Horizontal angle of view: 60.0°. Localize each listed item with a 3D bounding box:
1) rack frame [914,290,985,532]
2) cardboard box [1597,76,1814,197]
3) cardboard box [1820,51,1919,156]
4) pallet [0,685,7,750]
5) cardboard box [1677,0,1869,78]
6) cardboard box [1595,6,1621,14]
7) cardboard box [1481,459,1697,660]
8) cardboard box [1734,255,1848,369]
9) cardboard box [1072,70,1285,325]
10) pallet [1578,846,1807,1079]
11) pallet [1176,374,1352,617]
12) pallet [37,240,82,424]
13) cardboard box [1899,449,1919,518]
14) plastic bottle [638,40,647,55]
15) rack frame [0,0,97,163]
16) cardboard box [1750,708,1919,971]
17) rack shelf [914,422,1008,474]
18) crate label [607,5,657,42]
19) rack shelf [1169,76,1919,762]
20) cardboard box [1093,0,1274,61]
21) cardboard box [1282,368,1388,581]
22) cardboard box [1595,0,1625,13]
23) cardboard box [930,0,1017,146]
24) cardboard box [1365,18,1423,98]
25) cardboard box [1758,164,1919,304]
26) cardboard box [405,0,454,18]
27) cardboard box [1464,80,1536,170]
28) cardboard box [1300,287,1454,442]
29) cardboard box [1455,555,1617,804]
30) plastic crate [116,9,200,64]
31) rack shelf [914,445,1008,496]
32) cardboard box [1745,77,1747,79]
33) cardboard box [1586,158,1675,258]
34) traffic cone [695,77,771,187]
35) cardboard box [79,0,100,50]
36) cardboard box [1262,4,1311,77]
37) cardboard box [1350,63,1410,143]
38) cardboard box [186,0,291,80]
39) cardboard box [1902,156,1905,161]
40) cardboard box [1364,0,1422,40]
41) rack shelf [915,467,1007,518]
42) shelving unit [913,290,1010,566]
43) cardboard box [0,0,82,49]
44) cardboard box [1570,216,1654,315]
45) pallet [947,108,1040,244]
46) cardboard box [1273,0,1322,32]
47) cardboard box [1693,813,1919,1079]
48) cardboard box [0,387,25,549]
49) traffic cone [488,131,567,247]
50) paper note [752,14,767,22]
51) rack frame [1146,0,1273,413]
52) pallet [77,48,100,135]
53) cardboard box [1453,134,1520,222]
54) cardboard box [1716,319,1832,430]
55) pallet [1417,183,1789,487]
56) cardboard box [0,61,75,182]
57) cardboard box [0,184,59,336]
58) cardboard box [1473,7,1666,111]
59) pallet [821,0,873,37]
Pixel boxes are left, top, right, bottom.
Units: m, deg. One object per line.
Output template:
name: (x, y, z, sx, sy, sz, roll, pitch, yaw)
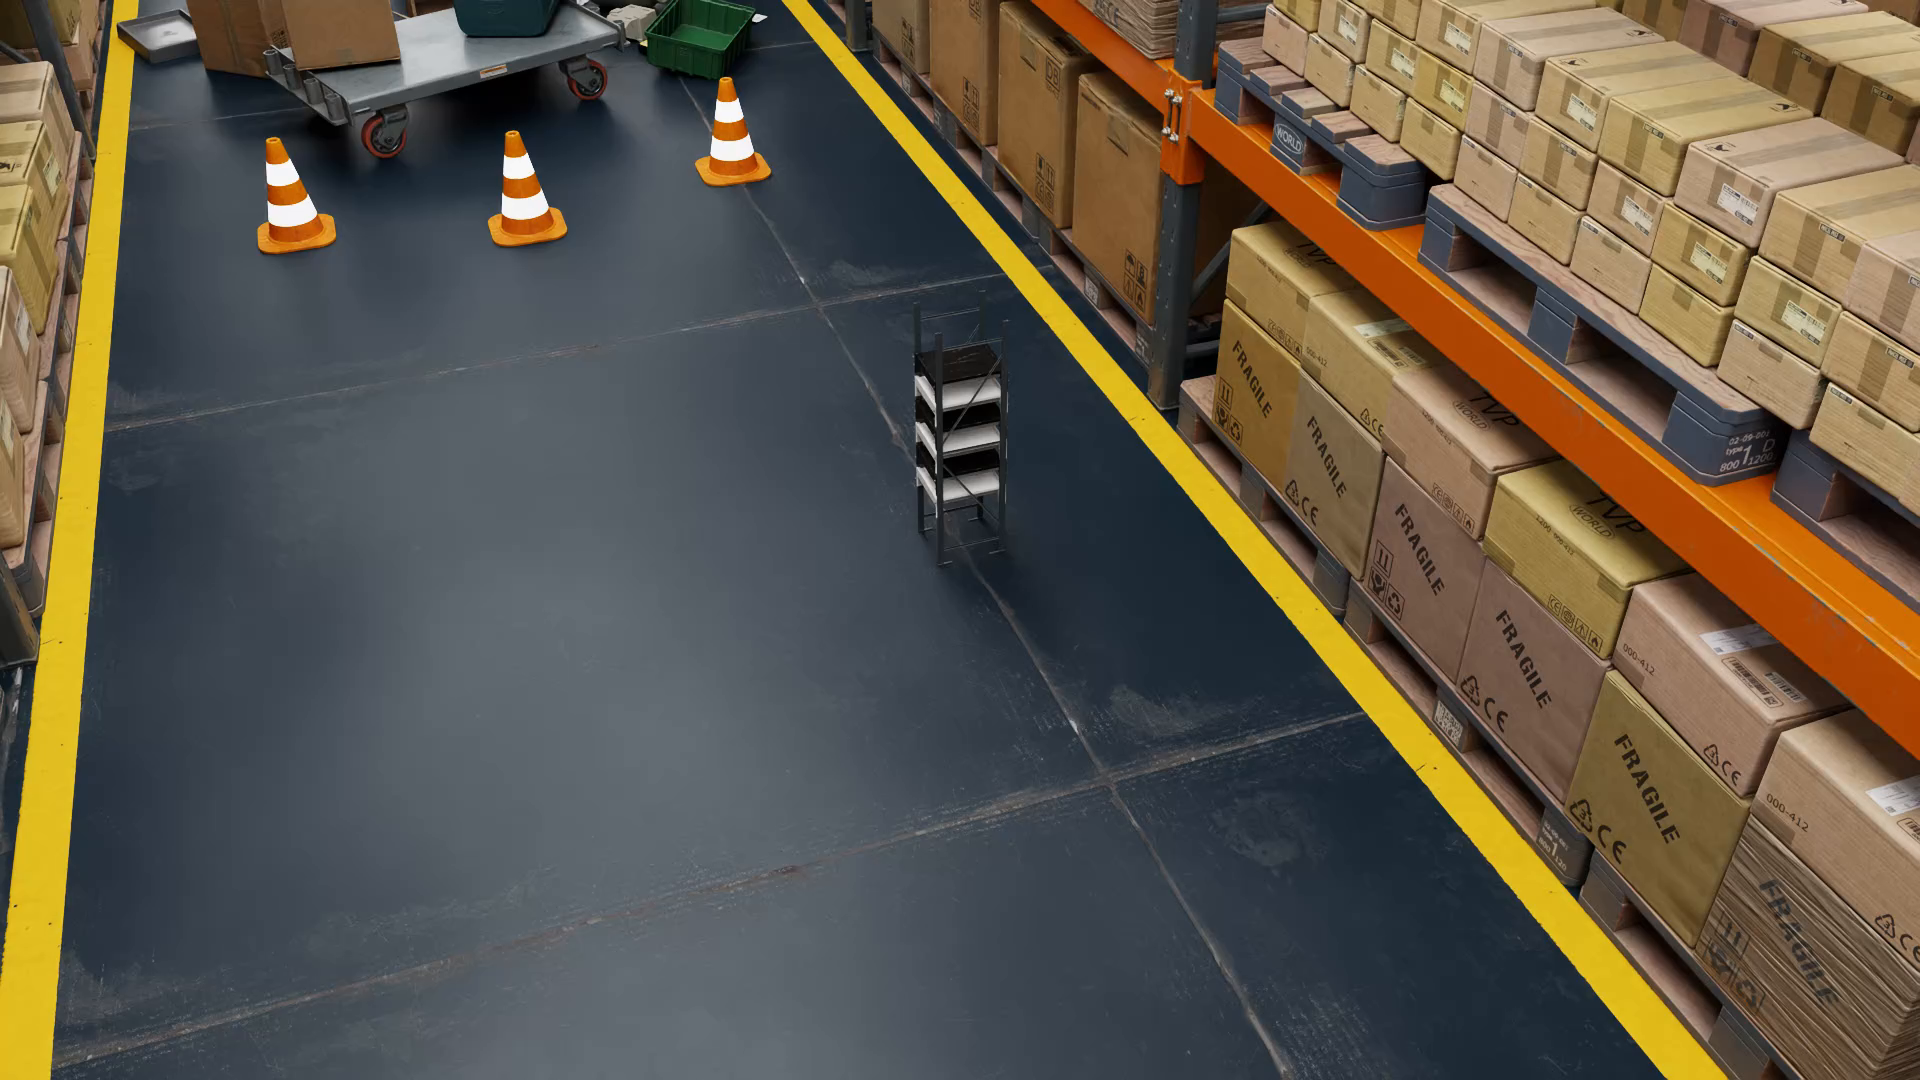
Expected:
rack frame: (-0.032, -0.412, 5.549, 0.240, 0.900, 0.006, -12, 39, -16)
cardboard box: (1.732, -0.945, 3.876, 0.380, 0.149, 0.250, -13, 39, -17)
cardboard box: (2.350, -1.069, 4.042, 0.380, 0.149, 0.250, -11, 38, -15)
pallet: (-3.193, 0.832, 4.470, 1.003, 0.211, 1.213, -12, 39, -16)
cardboard box: (2.165, -1.370, 4.441, 0.380, 0.149, 0.250, -12, 39, -16)
cardboard box: (2.003, -1.527, 4.897, 0.380, 0.149, 0.250, -12, 39, -15)
cardboard box: (1.742, 0.009, 4.350, 0.500, 0.250, 0.500, -14, 39, -18)
cardboard box: (1.912, -0.525, 3.567, 0.380, 0.149, 0.250, -14, 39, -18)
cardboard box: (1.094, -1.456, 6.711, 1.050, 0.750, 0.750, -13, 39, -17)
pallet: (2.326, 1.109, 4.102, 1.003, 0.211, 1.213, -12, 39, -16)
pallet: (1.487, -0.269, 5.932, 1.003, 0.211, 1.213, -12, 39, -16)
pallet: (-4.077, -0.759, 6.582, 1.003, 0.211, 1.213, -12, 39, -16)
cardboard box: (2.099, -0.103, 3.254, 0.380, 0.149, 0.250, -13, 39, -16)
plastic bottle: (-1.670, -2.754, 9.355, 0.283, 0.061, 0.133, 27, 44, 31)
rack frame: (-4.770, -3.002, 7.243, 1.000, 3.000, 0.127, -12, 39, -16)
cardboard box: (2.102, 0.598, 3.568, 0.500, 0.250, 0.500, -13, 39, -17)
rack shelf: (0.003, -0.328, 5.493, 0.258, 0.077, 0.200, -12, 39, -16)
crate label: (-1.892, -2.987, 9.601, 0.250, 0.136, 0.298, 19, 41, 23)
rack shelf: (1.907, -0.407, 4.396, 1.077, 0.370, 4.000, -12, 39, -16)
cardboard box: (0.812, -2.063, 5.913, 0.500, 0.500, 0.500, -12, 39, -16)
cardboard box: (1.399, -0.258, 5.328, 0.500, 0.500, 0.500, -12, 39, -15)
cardboard box: (1.993, -1.657, 4.822, 0.380, 0.149, 0.250, -11, 38, -15)
cardboard box: (0.469, -2.476, 8.064, 1.050, 0.750, 0.750, -12, 39, -16)
cardboard box: (1.387, -1.393, 4.719, 0.380, 0.149, 0.250, -14, 39, -17)
cardboard box: (1.922, -0.642, 3.475, 0.380, 0.149, 0.250, -14, 39, -17)
cardboard box: (-2.836, -3.324, 9.632, 0.797, 0.637, 0.503, -12, 39, -16)
cardboard box: (1.559, -1.110, 4.343, 0.380, 0.149, 0.250, -12, 39, -16)
cardboard box: (1.404, -0.567, 5.115, 0.500, 0.250, 0.500, -13, 39, -16)
cardboard box: (1.756, 0.319, 4.562, 0.500, 0.500, 0.500, -13, 39, -17)
plastic crate: (-4.541, -2.893, 9.524, 0.402, 0.080, 0.583, -27, 45, -31)
rack shelf: (0.003, -0.256, 5.547, 0.258, 0.077, 0.200, -12, 39, -16)
cardboard box: (2.172, -1.245, 4.522, 0.380, 0.149, 0.250, -13, 39, -16)
cardboard box: (1.738, -0.817, 3.954, 0.380, 0.149, 0.250, -11, 38, -14)
traffic cone: (-1.114, -2.001, 8.021, 0.336, 0.463, 0.334, -12, 39, -16)
cardboard box: (-4.914, -2.760, 8.858, 0.500, 0.250, 0.500, -10, 38, -13)
cardboard box: (1.184, -1.597, 5.237, 0.380, 0.149, 0.250, -13, 39, -17)
cardboard box: (1.369, -1.293, 4.834, 0.380, 0.149, 0.250, -11, 38, -14)
cardboard box: (-3.861, -2.892, 9.172, 0.500, 0.500, 0.500, 12, 39, 16)
cardboard box: (2.352, -0.952, 4.133, 0.380, 0.149, 0.250, -13, 39, -17)
cardboard box: (1.371, -1.538, 4.664, 0.380, 0.149, 0.250, -13, 39, -16)
rack shelf: (0.003, -0.184, 5.602, 0.258, 0.077, 0.200, -12, 39, -16)
shelving unit: (0.003, -0.355, 5.473, 0.258, 0.900, 0.210, -12, 39, -16)
cardboard box: (-4.720, -2.760, 8.235, 0.500, 0.500, 0.500, -11, 38, -14)
cardboard box: (1.730, -0.702, 4.048, 0.380, 0.149, 0.250, -14, 39, -17)
pallet: (0.602, -1.860, 8.044, 1.003, 0.211, 1.213, -12, 39, -16)
cardboard box: (1.197, -1.696, 5.121, 0.380, 0.149, 0.250, -11, 38, -14)
cardboard box: (2.104, 0.900, 3.791, 0.500, 0.500, 0.500, -13, 39, -17)
cardboard box: (-3.579, -0.182, 5.334, 0.950, 0.372, 0.625, -15, 40, -19)
traffic cone: (-1.990, -1.622, 7.518, 0.336, 0.463, 0.334, -12, 39, -16)
paper note: (-1.239, -3.091, 9.827, 0.142, 0.020, 0.147, 19, 41, 23)
rack frame: (1.219, -1.825, 5.679, 1.000, 3.000, 0.127, -12, 39, -16)
pallet: (-5.035, -2.260, 8.576, 1.003, 0.211, 1.213, -12, 39, -16)
cardboard box: (1.557, -0.991, 4.433, 0.380, 0.149, 0.250, -11, 38, -14)
cardboard box: (1.912, -0.401, 3.649, 0.380, 0.149, 0.250, -14, 39, -18)
pallet: (1.939, -0.638, 4.264, 1.003, 0.211, 1.213, -12, 39, -16)
cardboard box: (-4.588, -1.825, 7.514, 0.950, 0.372, 0.625, -12, 39, -15)
cardboard box: (-4.096, -1.027, 6.455, 0.950, 0.372, 0.625, -11, 38, -14)
cardboard box: (1.557, -1.235, 4.262, 0.380, 0.149, 0.250, -11, 38, -14)
pallet: (-0.346, -3.416, 10.110, 1.003, 0.211, 1.213, -12, 39, -16)
